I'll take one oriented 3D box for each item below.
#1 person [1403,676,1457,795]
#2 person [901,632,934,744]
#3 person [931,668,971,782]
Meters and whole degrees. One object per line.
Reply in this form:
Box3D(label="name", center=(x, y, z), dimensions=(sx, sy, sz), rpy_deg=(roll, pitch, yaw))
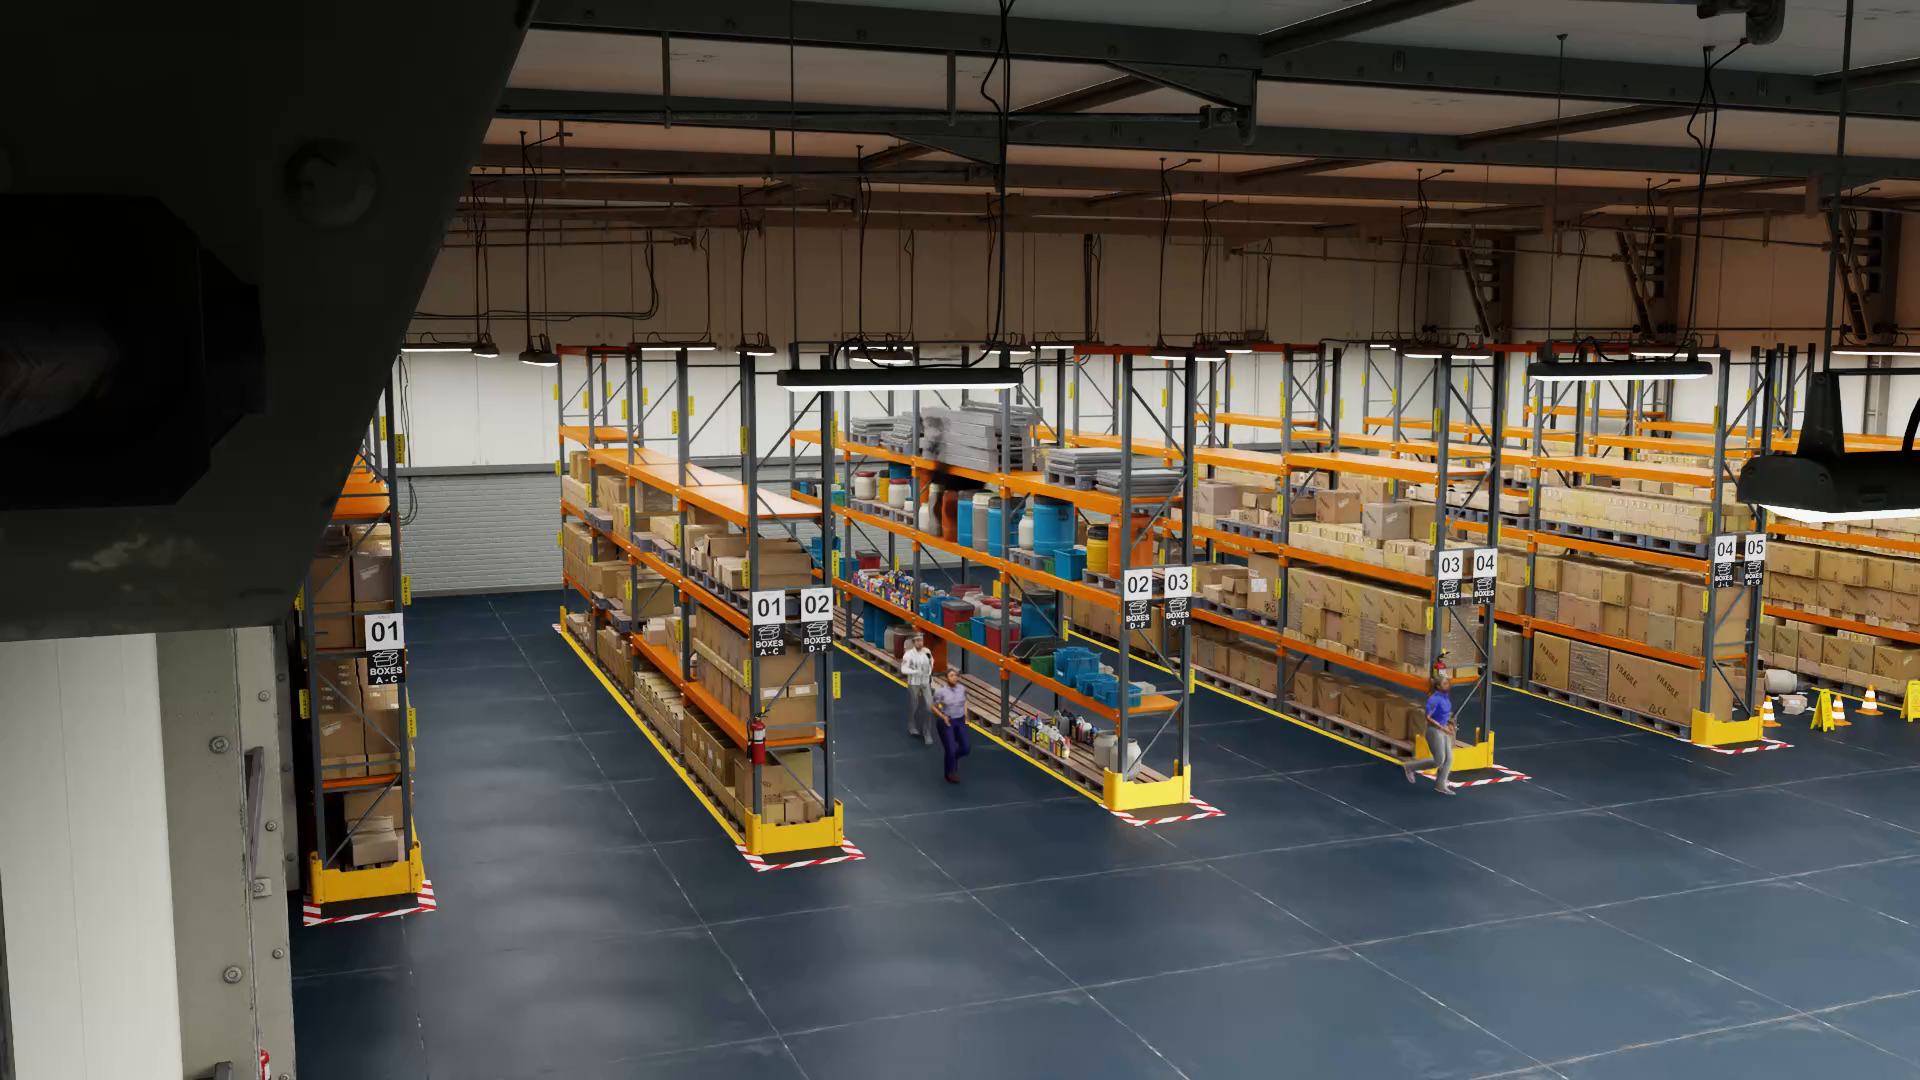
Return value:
Box3D(label="person", center=(6.494, 2.663, 22.810), dimensions=(0.699, 1.628, 0.590), rpy_deg=(5, 9, 34))
Box3D(label="person", center=(-0.633, 2.258, 25.589), dimensions=(0.594, 1.753, 0.753), rpy_deg=(-2, 8, -18))
Box3D(label="person", center=(-0.116, 2.593, 23.323), dimensions=(0.586, 1.582, 0.543), rpy_deg=(-4, 8, -27))
